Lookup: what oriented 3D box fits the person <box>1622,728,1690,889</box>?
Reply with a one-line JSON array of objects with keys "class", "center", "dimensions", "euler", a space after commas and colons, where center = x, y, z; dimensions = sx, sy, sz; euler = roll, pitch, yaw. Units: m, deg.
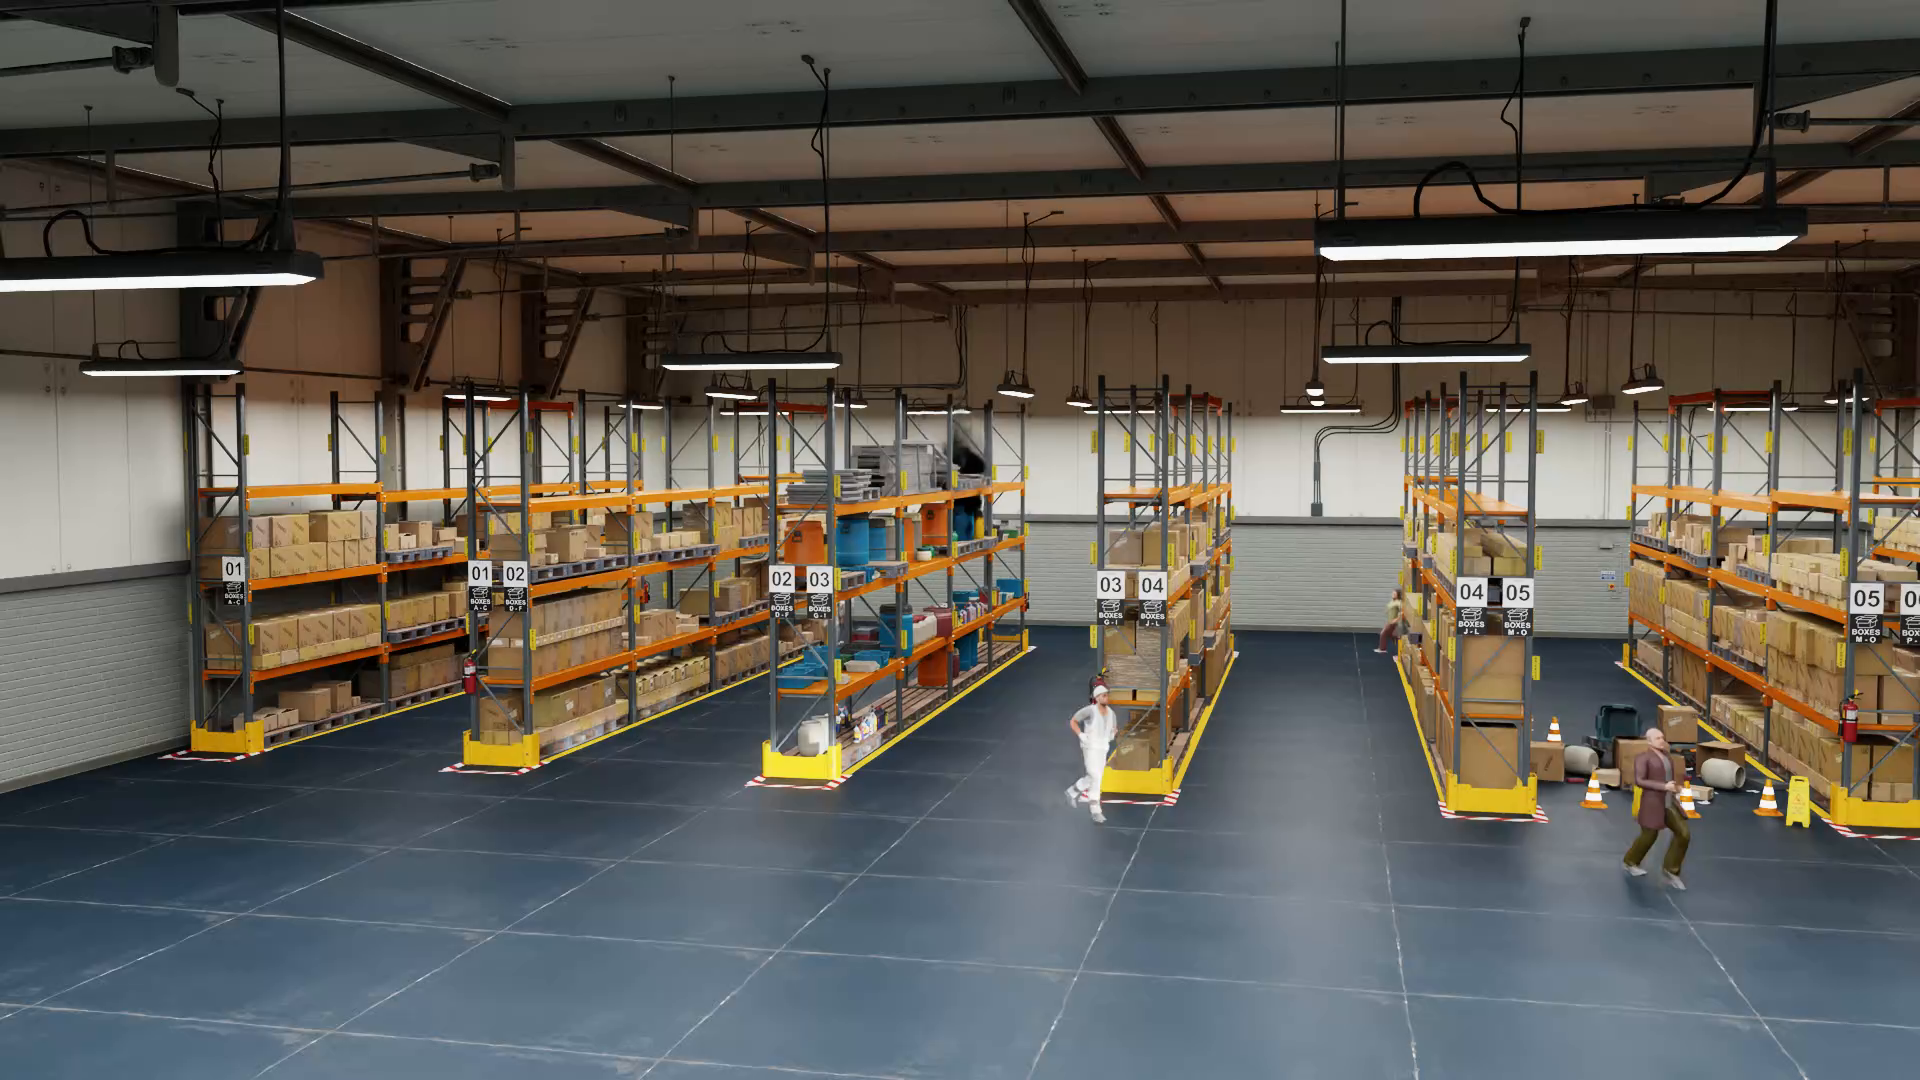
[{"class": "person", "center": [7.965, 3.054, 18.995], "dimensions": [0.723, 1.820, 0.826], "euler": [-1, 4, -23]}]

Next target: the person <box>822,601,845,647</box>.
[{"class": "person", "center": [-2.703, 1.855, 35.015], "dimensions": [0.579, 1.725, 0.853], "euler": [0, 3, 0]}]

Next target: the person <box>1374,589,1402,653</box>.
[{"class": "person", "center": [10.391, 1.939, 39.720], "dimensions": [0.771, 1.571, 0.753], "euler": [0, 3, -7]}]

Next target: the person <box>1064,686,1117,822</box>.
[{"class": "person", "center": [1.836, 2.852, 22.496], "dimensions": [0.696, 1.775, 0.898], "euler": [-2, 4, -35]}]
